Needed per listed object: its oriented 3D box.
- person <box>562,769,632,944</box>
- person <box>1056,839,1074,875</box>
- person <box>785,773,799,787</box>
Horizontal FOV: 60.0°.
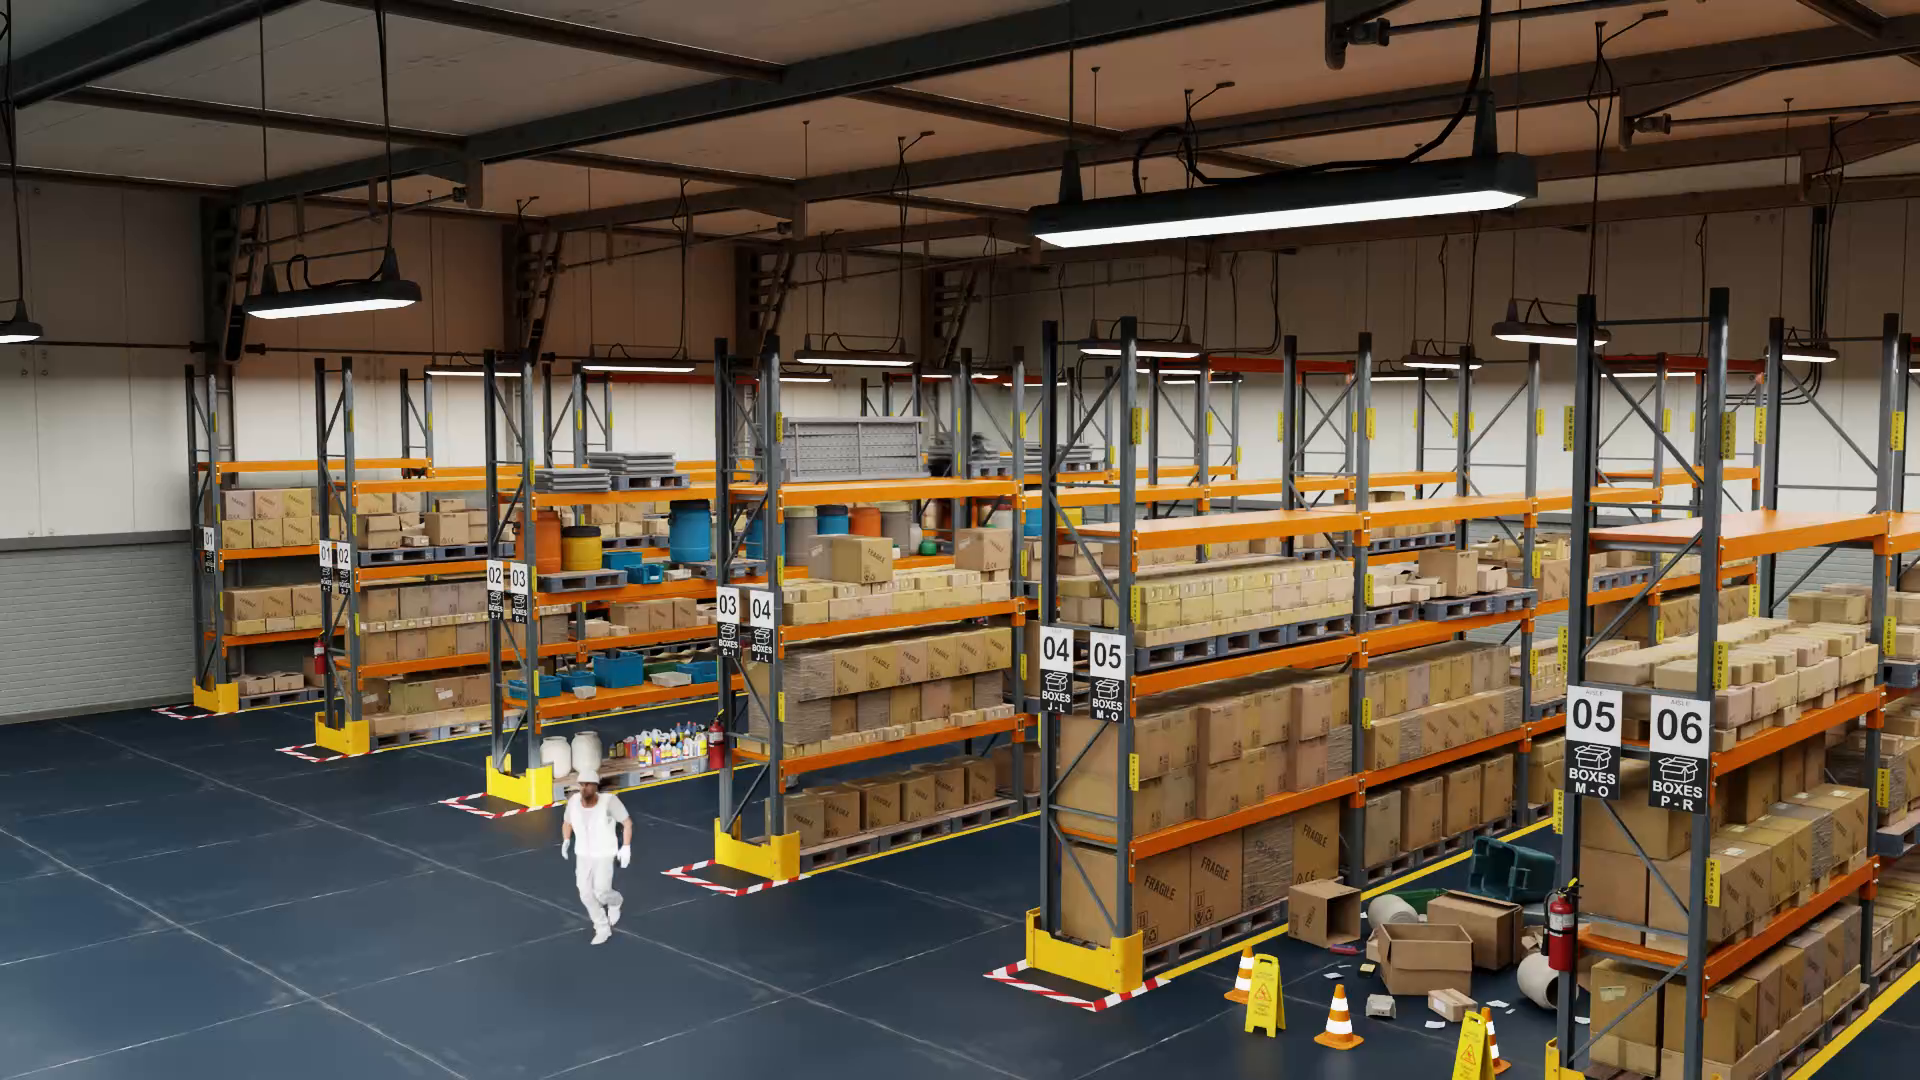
[{"bbox_3d":[-3.555,3.069,16.289,0.696,1.720,0.702,1,5,14],"label":"person"},{"bbox_3d":[1.157,3.084,17.394,0.640,1.490,0.902,2,5,23],"label":"person"},{"bbox_3d":[-2.406,2.555,22.680,0.633,1.769,0.662,1,5,18],"label":"person"}]
